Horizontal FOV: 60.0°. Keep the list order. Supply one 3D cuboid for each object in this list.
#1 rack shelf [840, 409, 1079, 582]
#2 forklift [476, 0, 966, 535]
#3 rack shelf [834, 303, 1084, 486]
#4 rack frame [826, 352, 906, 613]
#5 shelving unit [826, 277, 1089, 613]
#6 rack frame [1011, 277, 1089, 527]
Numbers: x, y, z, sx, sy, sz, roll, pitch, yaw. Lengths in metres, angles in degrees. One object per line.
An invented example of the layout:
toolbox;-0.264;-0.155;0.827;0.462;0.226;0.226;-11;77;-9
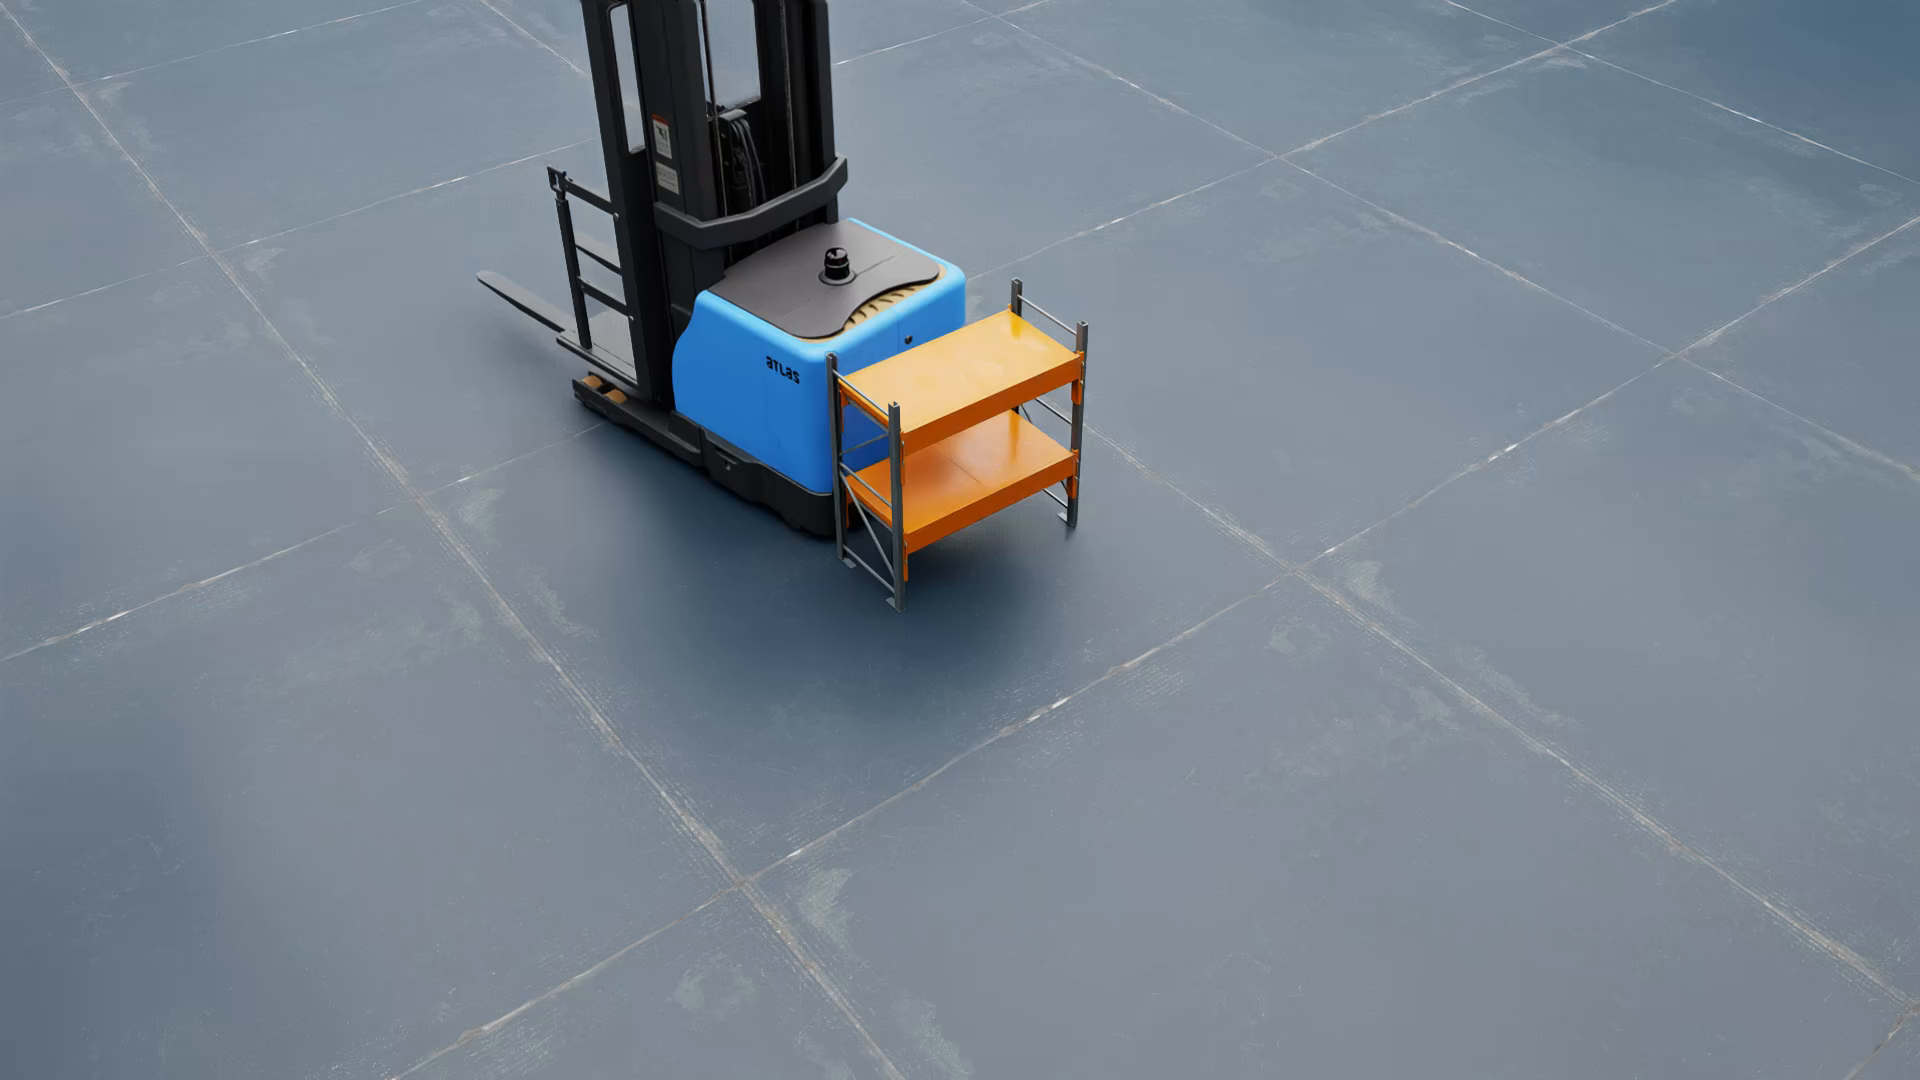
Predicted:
rack shelf;-0.005;-0.243;7.679;1.000;0.278;0.538;-26;46;-28
forklift;-1.385;-1.963;7.966;3.031;2.935;1.130;30;48;31
rack shelf;-0.005;-0.659;7.338;1.000;0.278;0.538;-26;46;-28
rack frame;-0.408;-0.236;7.284;0.032;1.125;0.500;-26;46;-28
shelving unit;-0.005;-0.432;7.524;1.048;1.125;0.538;-26;46;-28
rack frame;0.398;-0.629;7.763;0.032;1.125;0.500;-26;46;-28
